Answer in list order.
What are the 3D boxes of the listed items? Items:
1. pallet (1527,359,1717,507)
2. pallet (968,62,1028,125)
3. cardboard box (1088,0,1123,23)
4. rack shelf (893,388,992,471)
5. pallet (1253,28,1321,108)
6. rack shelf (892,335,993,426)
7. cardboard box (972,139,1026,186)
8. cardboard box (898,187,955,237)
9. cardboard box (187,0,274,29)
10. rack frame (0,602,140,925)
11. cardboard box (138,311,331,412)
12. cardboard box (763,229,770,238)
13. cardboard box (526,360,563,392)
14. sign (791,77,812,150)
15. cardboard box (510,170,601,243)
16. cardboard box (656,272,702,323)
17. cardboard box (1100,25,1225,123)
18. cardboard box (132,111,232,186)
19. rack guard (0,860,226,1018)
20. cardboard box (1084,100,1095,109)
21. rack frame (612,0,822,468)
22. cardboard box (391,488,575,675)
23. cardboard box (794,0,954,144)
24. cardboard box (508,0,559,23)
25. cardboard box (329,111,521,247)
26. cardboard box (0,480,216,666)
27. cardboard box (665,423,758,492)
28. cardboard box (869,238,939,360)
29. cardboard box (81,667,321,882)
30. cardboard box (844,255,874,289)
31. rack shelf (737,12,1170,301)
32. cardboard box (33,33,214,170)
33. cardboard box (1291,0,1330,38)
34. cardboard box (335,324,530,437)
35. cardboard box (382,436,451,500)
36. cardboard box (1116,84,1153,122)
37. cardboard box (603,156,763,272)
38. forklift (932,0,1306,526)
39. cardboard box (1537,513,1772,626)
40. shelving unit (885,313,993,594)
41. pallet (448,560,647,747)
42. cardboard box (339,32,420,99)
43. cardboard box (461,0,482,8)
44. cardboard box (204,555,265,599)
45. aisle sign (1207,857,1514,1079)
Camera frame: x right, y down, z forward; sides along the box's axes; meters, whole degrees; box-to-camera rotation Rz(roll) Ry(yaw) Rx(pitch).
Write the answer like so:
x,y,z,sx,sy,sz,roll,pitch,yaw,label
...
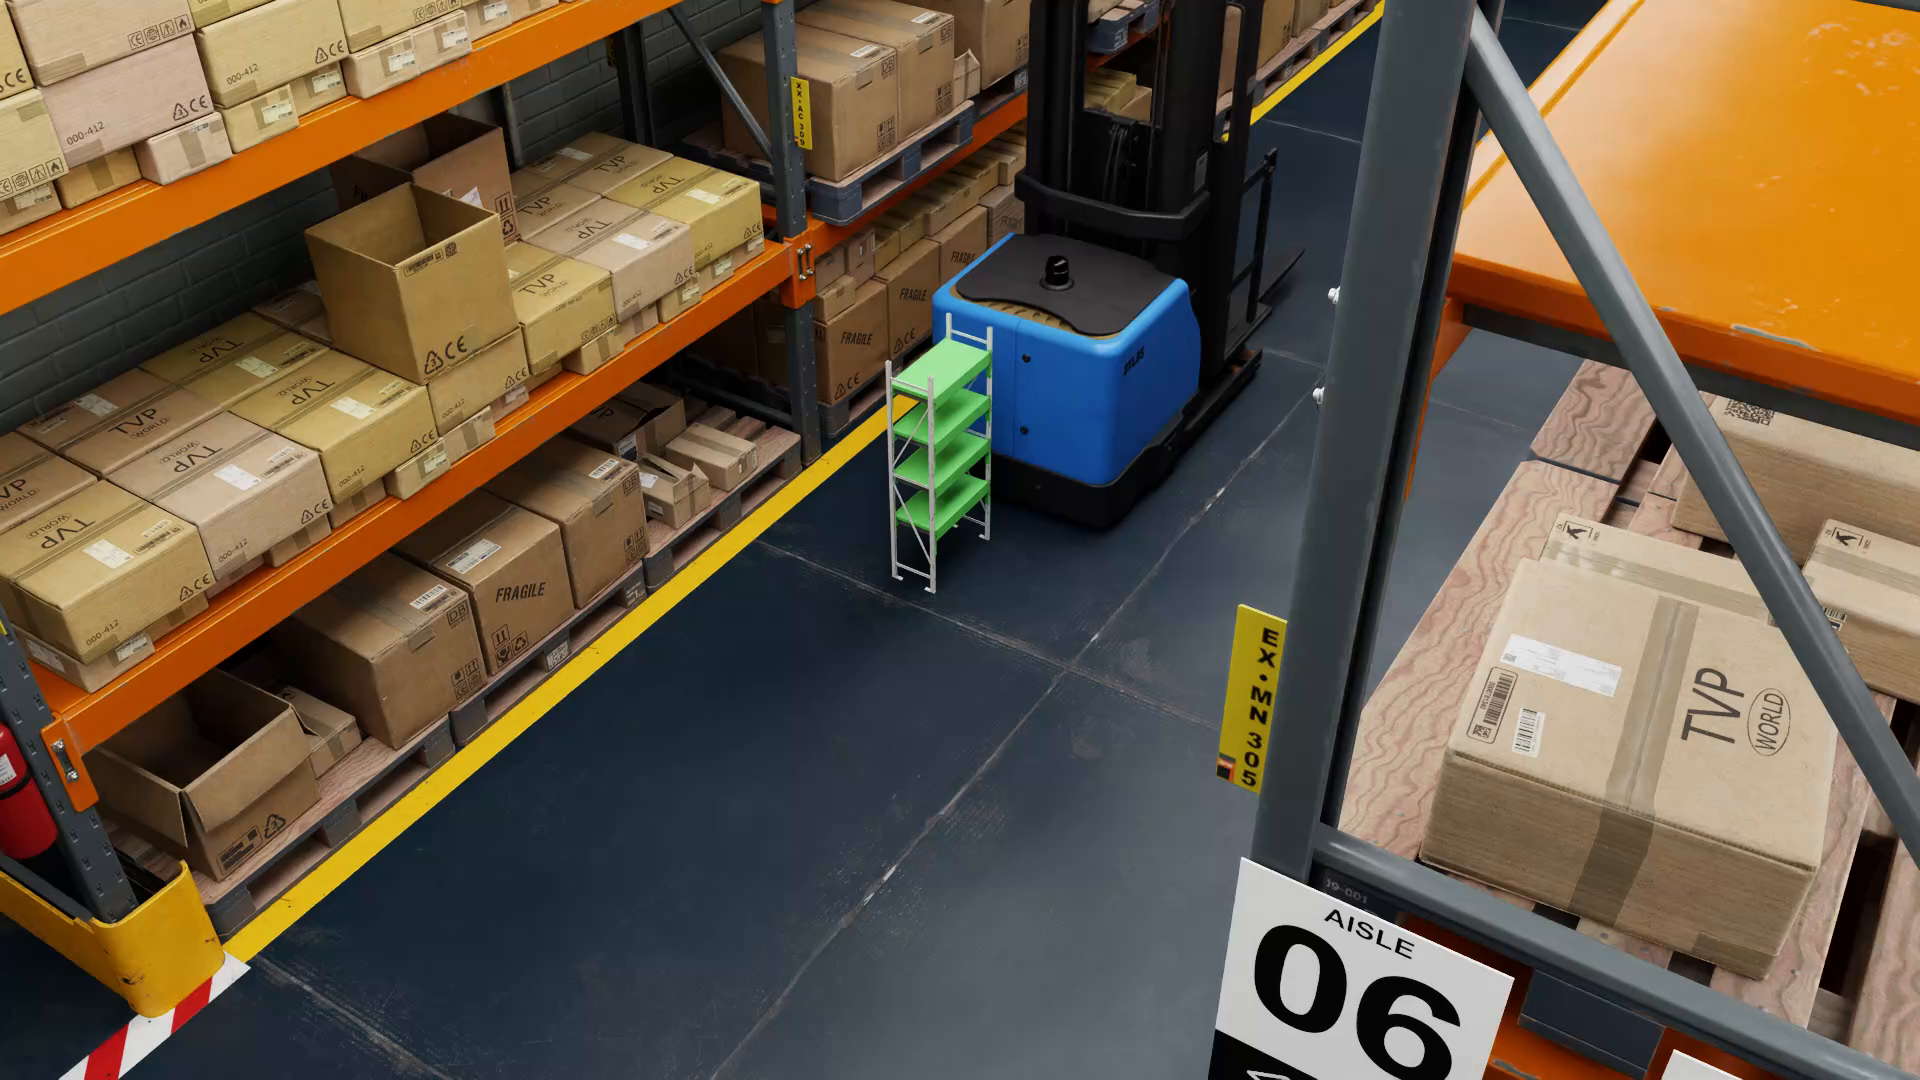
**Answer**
x,y,z,sx,sy,sz,roll,pitch,yaw,label
1.910,-0.247,3.669,1.003,0.211,1.213,21,42,25,pallet
-0.077,-2.742,9.447,1.003,0.211,1.213,21,42,25,pallet
0.669,-3.280,9.766,0.500,0.250,0.500,19,42,23,cardboard box
-0.089,-0.529,7.605,0.258,0.148,0.480,21,42,25,rack shelf
2.089,-3.756,12.889,1.003,0.211,1.213,21,42,25,pallet
-0.089,-0.719,7.458,0.258,0.148,0.480,21,42,25,rack shelf
0.176,-2.244,9.815,0.380,0.149,0.250,19,42,23,cardboard box
-0.253,-1.858,9.315,0.380,0.149,0.250,21,42,25,cardboard box
-2.329,-1.809,5.092,0.500,0.250,0.500,21,42,24,cardboard box
-3.325,0.302,5.341,1.000,3.000,0.127,21,42,25,rack frame
-2.756,-0.600,6.390,0.500,0.250,0.500,23,43,26,cardboard box
-1.092,-1.615,9.000,0.380,0.149,0.250,21,42,25,cardboard box
-1.889,-0.767,6.933,0.380,0.149,0.250,22,43,26,cardboard box
-0.720,-1.930,7.527,0.100,0.325,0.005,21,42,25,sign
-1.938,-1.391,7.416,0.500,0.250,0.500,21,42,25,cardboard box
-1.380,-1.131,7.405,0.380,0.149,0.250,22,43,26,cardboard box
1.307,-3.365,11.699,0.875,0.625,0.625,23,43,26,cardboard box
-2.467,-1.240,5.090,0.380,0.149,0.250,22,43,26,cardboard box
-3.284,1.252,6.155,1.175,0.500,0.348,21,42,25,rack guard
0.612,-2.646,10.337,0.380,0.149,0.250,20,42,24,cardboard box
-1.182,-1.760,8.016,1.000,3.000,0.127,21,42,25,rack frame
-2.059,0.173,7.211,0.500,0.500,0.500,22,43,26,cardboard box
-0.457,-2.410,8.432,0.700,0.500,0.500,22,43,26,cardboard box
-1.714,-2.053,6.144,0.380,0.149,0.250,23,43,27,cardboard box
-2.205,-1.435,6.859,0.500,0.500,0.500,20,42,24,cardboard box
-2.854,0.097,5.485,0.500,0.250,0.500,21,42,25,cardboard box
-1.233,-0.414,8.261,0.380,0.149,0.250,20,42,24,cardboard box
-0.456,-1.390,9.239,0.500,0.500,0.500,21,42,25,cardboard box
-2.917,0.840,6.344,0.797,0.503,0.637,19,42,23,cardboard box
-0.682,-1.460,8.798,0.380,0.149,0.250,20,42,24,cardboard box
-0.111,-2.507,9.573,1.077,0.370,4.000,21,42,25,rack shelf
-2.602,-1.353,4.910,0.500,0.250,0.500,22,43,26,cardboard box
2.412,-4.440,13.094,0.875,0.625,0.625,21,42,25,cardboard box
-2.060,-0.695,6.514,0.500,0.250,0.500,20,42,24,cardboard box
-2.185,-0.326,6.362,0.380,0.149,0.250,20,42,24,cardboard box
0.916,-2.711,10.952,0.500,0.500,0.500,22,43,26,cardboard box
-1.249,-1.477,7.527,0.500,0.250,0.500,22,43,26,cardboard box
1.043,-2.103,8.517,1.130,2.935,3.031,20,42,24,forklift
1.190,0.125,2.893,0.380,0.149,0.250,18,41,22,cardboard box
-0.089,-0.390,7.712,0.258,1.200,0.503,21,42,25,shelving unit
-2.204,0.329,7.590,1.003,0.211,1.213,21,42,25,pallet
-2.055,-1.634,5.601,0.380,0.149,0.250,21,42,25,cardboard box
-1.783,-2.144,5.937,0.500,0.250,0.500,22,43,26,cardboard box
-2.709,0.028,5.902,0.380,0.149,0.250,21,42,25,cardboard box
0.568,0.829,2.527,0.394,0.787,0.004,21,42,25,aisle sign
